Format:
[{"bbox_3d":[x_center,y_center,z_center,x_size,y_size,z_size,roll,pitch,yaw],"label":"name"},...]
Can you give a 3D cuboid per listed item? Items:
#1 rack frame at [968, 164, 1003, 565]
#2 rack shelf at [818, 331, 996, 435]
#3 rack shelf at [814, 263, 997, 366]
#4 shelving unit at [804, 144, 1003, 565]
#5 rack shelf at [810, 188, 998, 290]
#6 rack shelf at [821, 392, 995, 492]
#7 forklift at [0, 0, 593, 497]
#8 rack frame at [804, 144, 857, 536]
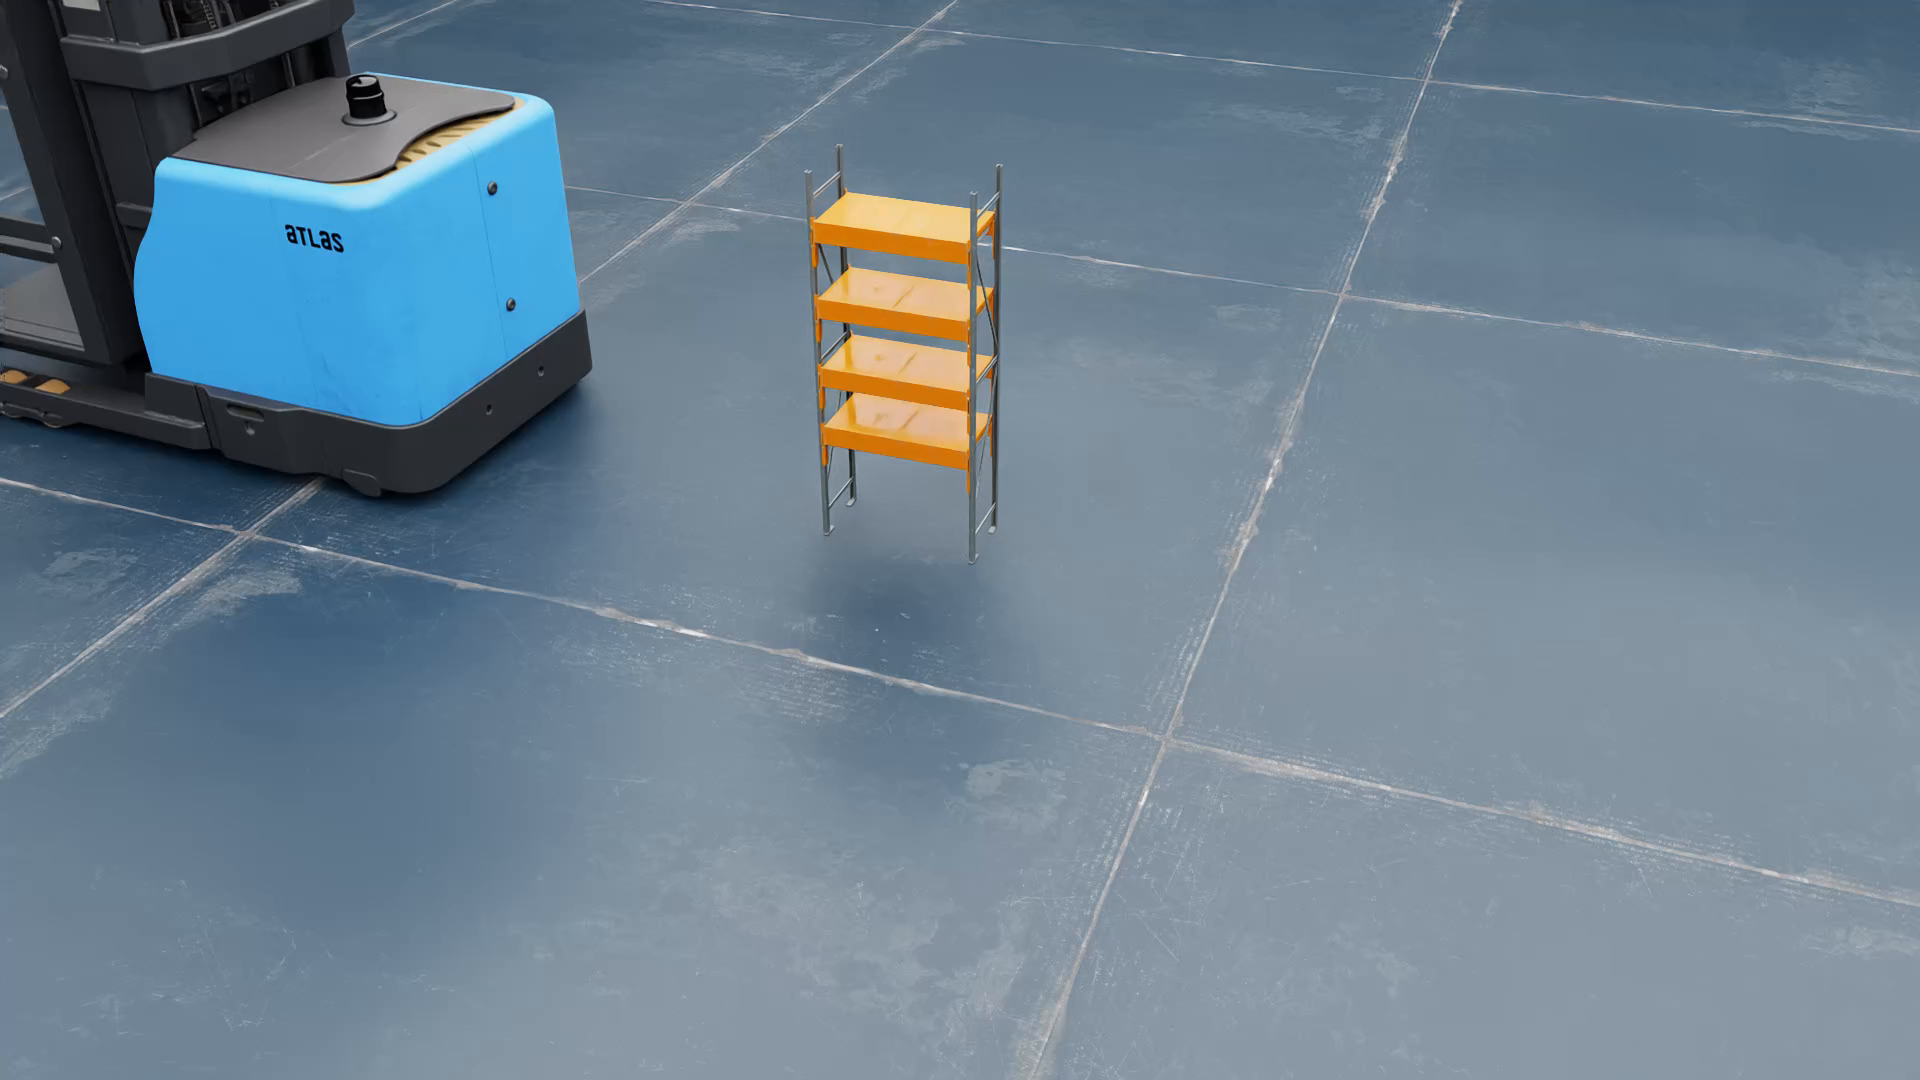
[{"bbox_3d":[0.074,-0.490,4.902,0.015,1.200,0.240,11,34,16],"label":"rack frame"},{"bbox_3d":[-0.156,-0.478,5.008,0.480,0.148,0.258,11,34,16],"label":"rack shelf"},{"bbox_3d":[-0.156,-0.666,4.887,0.480,0.148,0.258,11,34,16],"label":"rack shelf"},{"bbox_3d":[-0.156,-0.534,4.971,0.503,1.200,0.258,11,34,16],"label":"shelving unit"},{"bbox_3d":[-0.156,-0.864,4.758,0.480,0.148,0.258,11,34,16],"label":"rack shelf"},{"bbox_3d":[-0.156,-0.311,5.116,0.480,0.148,0.258,11,34,16],"label":"rack shelf"},{"bbox_3d":[-2.914,-1.876,5.453,3.031,2.935,1.130,12,35,18],"label":"forklift"},{"bbox_3d":[-0.386,-0.579,5.041,0.015,1.200,0.240,11,34,16],"label":"rack frame"}]
